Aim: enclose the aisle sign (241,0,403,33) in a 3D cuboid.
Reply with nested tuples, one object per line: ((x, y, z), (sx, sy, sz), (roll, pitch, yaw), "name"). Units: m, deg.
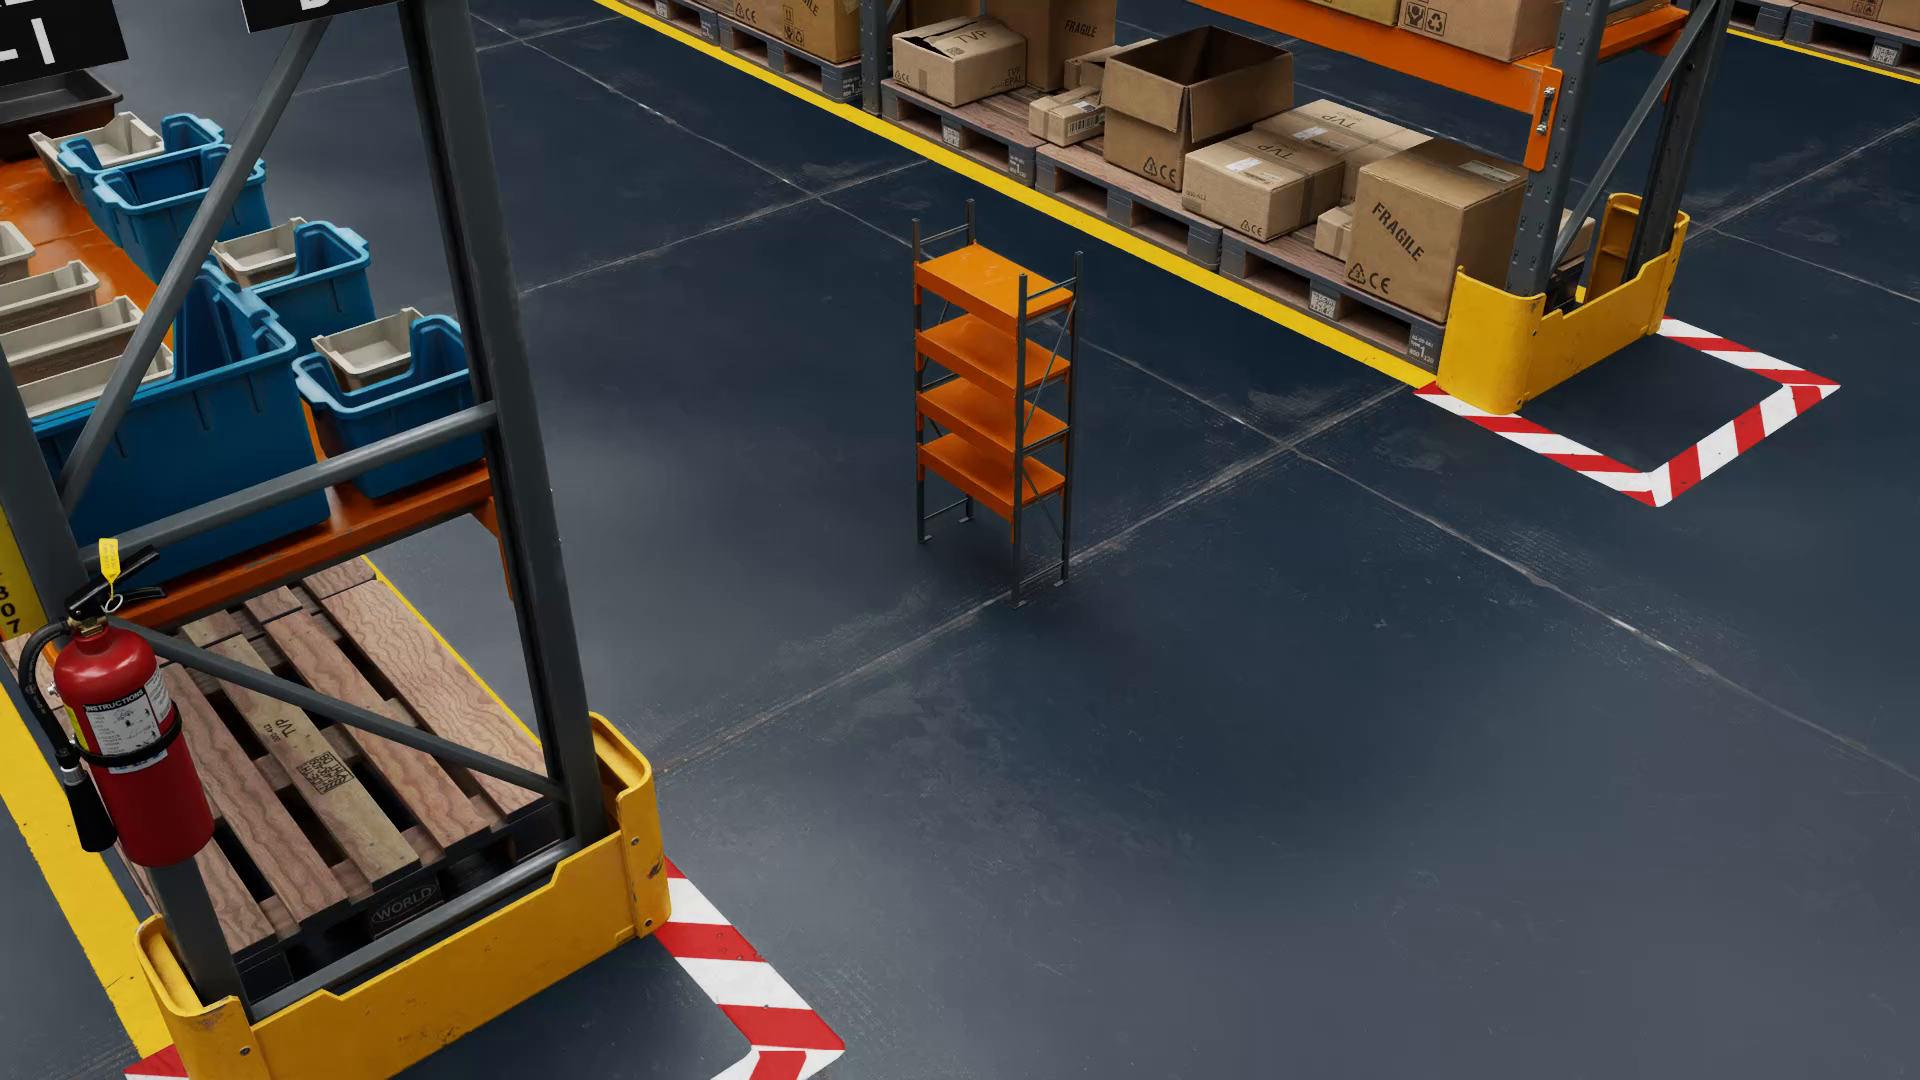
((-1.040, -1.244, 2.662), (0.394, 0.787, 0.004), (-26, 43, -32), "aisle sign")

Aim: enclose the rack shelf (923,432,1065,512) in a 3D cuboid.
((0.107, -0.232, 5.431), (0.221, 0.050, 0.457), (-26, 43, -32), "rack shelf")

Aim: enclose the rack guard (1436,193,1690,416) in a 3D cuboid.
((2.423, -0.963, 6.678), (1.175, 0.500, 0.348), (-26, 43, -32), "rack guard")

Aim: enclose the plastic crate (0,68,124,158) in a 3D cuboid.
((-2.968, -1.388, 5.301), (0.437, 0.125, 0.590), (-26, 43, -32), "plastic crate")

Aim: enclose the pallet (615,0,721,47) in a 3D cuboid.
((-1.454, -3.462, 10.455), (1.003, 0.211, 1.213), (-26, 43, -32), "pallet")

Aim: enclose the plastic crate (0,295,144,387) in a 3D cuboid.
((-2.154, -0.447, 3.962), (0.396, 0.136, 0.243), (-26, 43, -32), "plastic crate")

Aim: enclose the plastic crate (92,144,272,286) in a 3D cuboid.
((-2.071, -0.873, 4.481), (0.416, 0.233, 0.300), (-26, 43, -32), "plastic crate")

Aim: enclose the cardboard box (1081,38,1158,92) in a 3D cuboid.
((0.960, -2.321, 8.378), (0.500, 0.311, 0.500), (-26, 43, -32), "cardboard box")

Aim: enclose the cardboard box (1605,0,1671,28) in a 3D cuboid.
((2.388, -2.285, 6.294), (0.500, 0.500, 0.500), (-25, 42, -31), "cardboard box")

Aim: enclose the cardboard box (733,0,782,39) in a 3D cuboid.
((-0.959, -3.208, 9.466), (0.500, 0.500, 0.500), (-26, 43, -32), "cardboard box")

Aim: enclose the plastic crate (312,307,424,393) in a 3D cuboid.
((-1.365, -0.425, 3.931), (0.250, 0.136, 0.298), (-26, 43, -32), "plastic crate")

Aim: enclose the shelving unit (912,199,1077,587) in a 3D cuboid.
((0.105, -0.418, 5.301), (0.258, 1.200, 0.499), (-26, 43, -32), "shelving unit")

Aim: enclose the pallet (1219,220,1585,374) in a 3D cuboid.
((-25.776, -11.246, 13.843), (28.867, 8.999, 54.027), (-26, 43, -32), "pallet")

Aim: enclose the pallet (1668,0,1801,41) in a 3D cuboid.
((4.895, -3.523, 10.542), (1.003, 0.211, 1.213), (-26, 43, -32), "pallet")

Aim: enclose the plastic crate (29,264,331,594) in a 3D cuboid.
((-1.673, -0.221, 3.384), (0.616, 0.435, 0.499), (-26, 43, -32), "plastic crate")

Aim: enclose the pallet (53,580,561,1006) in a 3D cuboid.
((-1.816, 0.655, 4.642), (1.003, 0.211, 1.213), (-26, 43, -32), "pallet")

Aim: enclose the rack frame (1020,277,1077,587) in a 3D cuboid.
((0.264, -0.309, 5.148), (0.228, 1.046, 0.006), (-26, 43, -32), "rack frame")

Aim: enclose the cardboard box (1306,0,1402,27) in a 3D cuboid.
((1.638, -2.315, 6.336), (0.500, 0.500, 0.500), (-26, 43, -31), "cardboard box")

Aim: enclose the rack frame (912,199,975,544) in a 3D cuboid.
((-0.051, -0.524, 5.452), (0.240, 1.200, 0.015), (-26, 43, -32), "rack frame")

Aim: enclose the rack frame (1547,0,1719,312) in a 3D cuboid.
((2.475, -1.951, 5.910), (0.949, 2.616, 0.053), (-26, 43, -32), "rack frame")

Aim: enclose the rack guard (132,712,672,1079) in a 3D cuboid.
((-1.288, 0.922, 4.016), (1.175, 0.500, 0.348), (-26, 43, -32), "rack guard")

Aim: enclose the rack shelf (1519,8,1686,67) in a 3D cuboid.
((1.182, -2.648, 7.285), (0.919, 0.052, 3.809), (-26, 43, -32), "rack shelf")

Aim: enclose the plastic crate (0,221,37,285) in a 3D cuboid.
((-2.558, -0.684, 4.297), (0.298, 0.136, 0.250), (-26, 43, -32), "plastic crate")

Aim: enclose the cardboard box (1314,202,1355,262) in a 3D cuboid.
((1.741, -1.334, 7.109), (0.380, 0.166, 0.250), (-26, 43, -32), "cardboard box")

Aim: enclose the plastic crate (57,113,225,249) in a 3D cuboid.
((-2.265, -1.006, 4.668), (0.416, 0.233, 0.300), (-26, 43, -32), "plastic crate")

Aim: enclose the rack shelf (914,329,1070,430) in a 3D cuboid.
((0.107, -0.544, 5.210), (0.258, 0.148, 0.480), (-26, 43, -32), "rack shelf")

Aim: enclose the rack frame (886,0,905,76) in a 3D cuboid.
((-0.106, -3.717, 8.403), (0.949, 2.616, 0.053), (-26, 43, -32), "rack frame")

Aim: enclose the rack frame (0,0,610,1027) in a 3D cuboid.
((-1.314, -0.104, 3.302), (1.000, 3.000, 0.127), (-26, 43, -32), "rack frame")

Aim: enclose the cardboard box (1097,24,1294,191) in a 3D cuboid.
((1.108, -2.049, 7.827), (0.797, 0.503, 0.637), (-26, 43, -32), "cardboard box")

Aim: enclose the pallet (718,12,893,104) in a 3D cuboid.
((-0.663, -2.923, 9.694), (1.003, 0.211, 1.213), (-26, 43, -32), "pallet")

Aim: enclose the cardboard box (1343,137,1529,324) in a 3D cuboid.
((1.933, -1.257, 6.712), (0.500, 0.500, 0.500), (-26, 43, -32), "cardboard box")

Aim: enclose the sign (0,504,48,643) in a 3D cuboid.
((-1.724, 0.042, 2.955), (0.100, 0.325, 0.005), (-26, 43, -32), "sign")

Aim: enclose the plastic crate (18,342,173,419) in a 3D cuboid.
((-1.978, -0.313, 3.773), (0.396, 0.136, 0.243), (-26, 43, -32), "plastic crate")
